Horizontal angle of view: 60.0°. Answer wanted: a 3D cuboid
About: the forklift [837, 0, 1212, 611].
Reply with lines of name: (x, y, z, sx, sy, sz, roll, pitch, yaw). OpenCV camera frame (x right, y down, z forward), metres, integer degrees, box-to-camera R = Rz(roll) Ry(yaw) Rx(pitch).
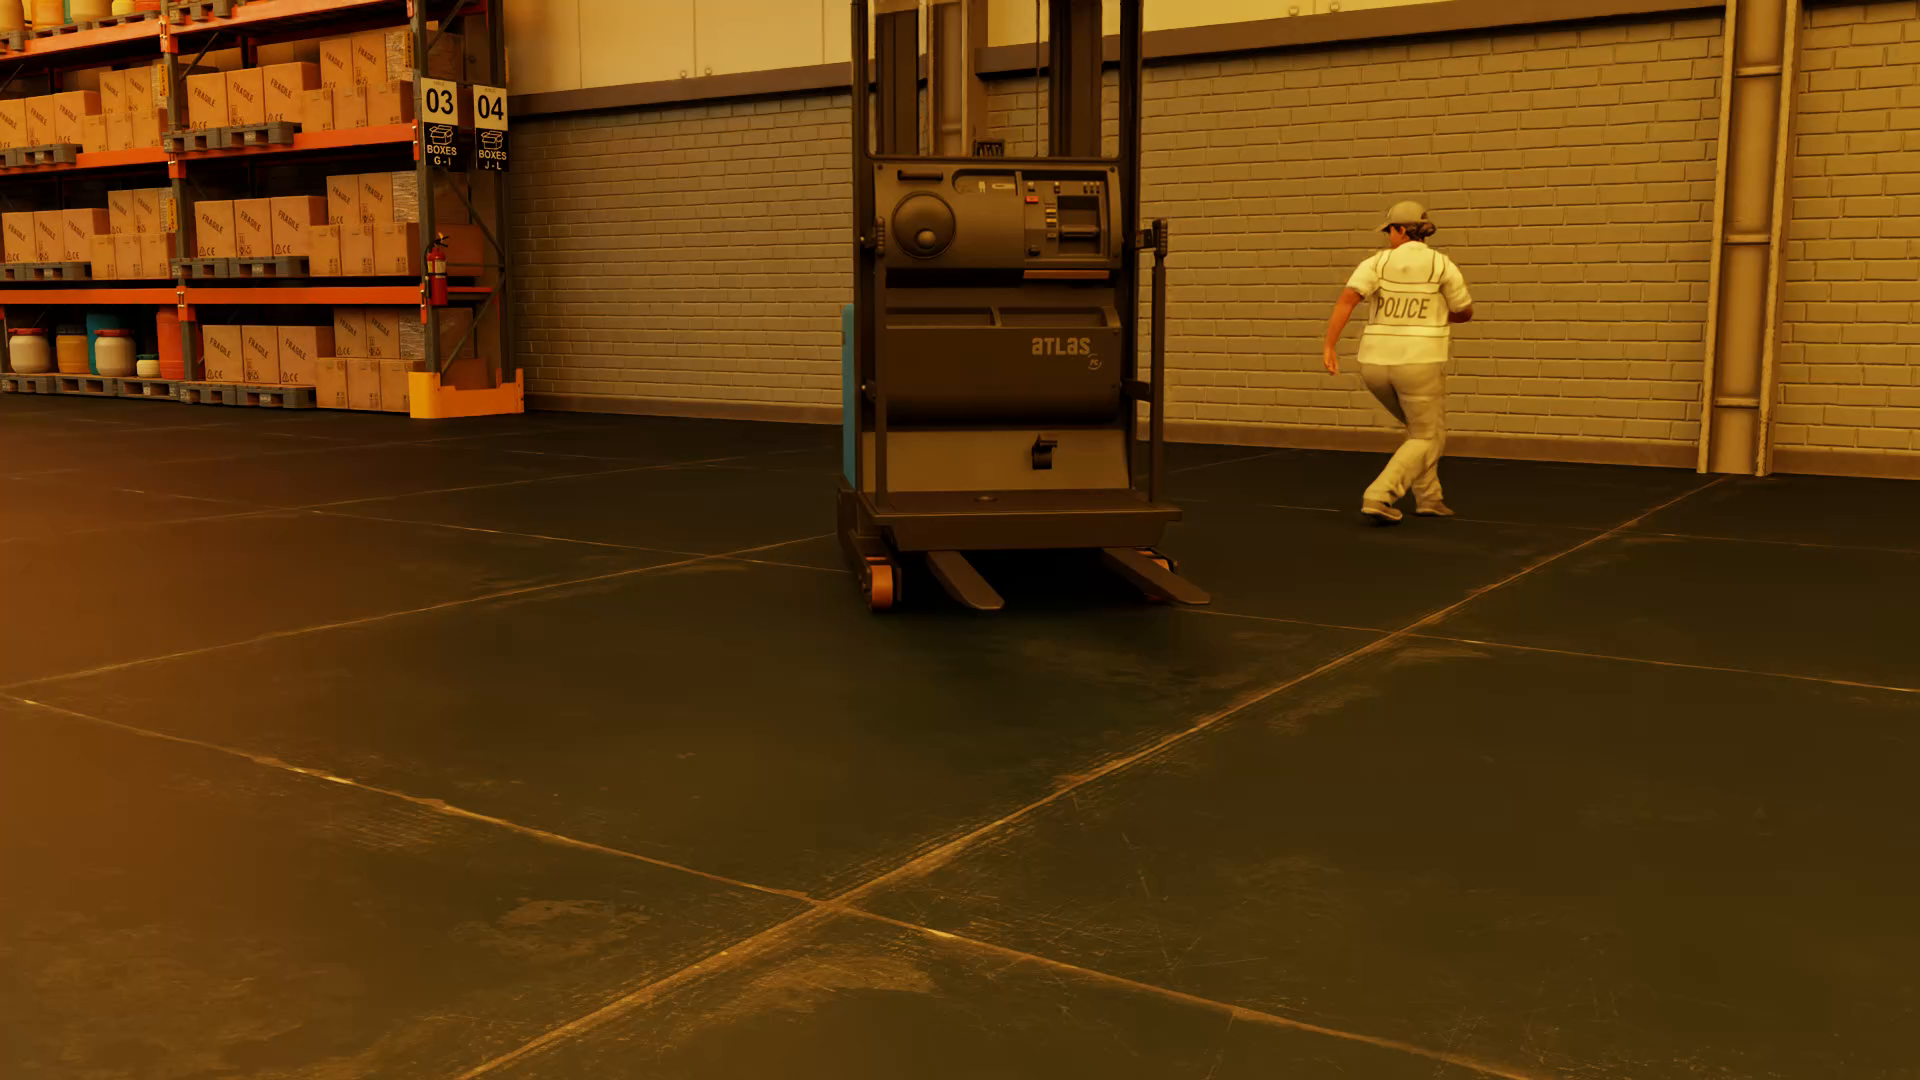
forklift: (0.175, -1.255, 6.020, 1.130, 2.935, 3.031, -1, 8, -8)

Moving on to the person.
person: (2.221, -0.862, 8.215, 0.888, 1.603, 0.504, -8, 11, -43)
